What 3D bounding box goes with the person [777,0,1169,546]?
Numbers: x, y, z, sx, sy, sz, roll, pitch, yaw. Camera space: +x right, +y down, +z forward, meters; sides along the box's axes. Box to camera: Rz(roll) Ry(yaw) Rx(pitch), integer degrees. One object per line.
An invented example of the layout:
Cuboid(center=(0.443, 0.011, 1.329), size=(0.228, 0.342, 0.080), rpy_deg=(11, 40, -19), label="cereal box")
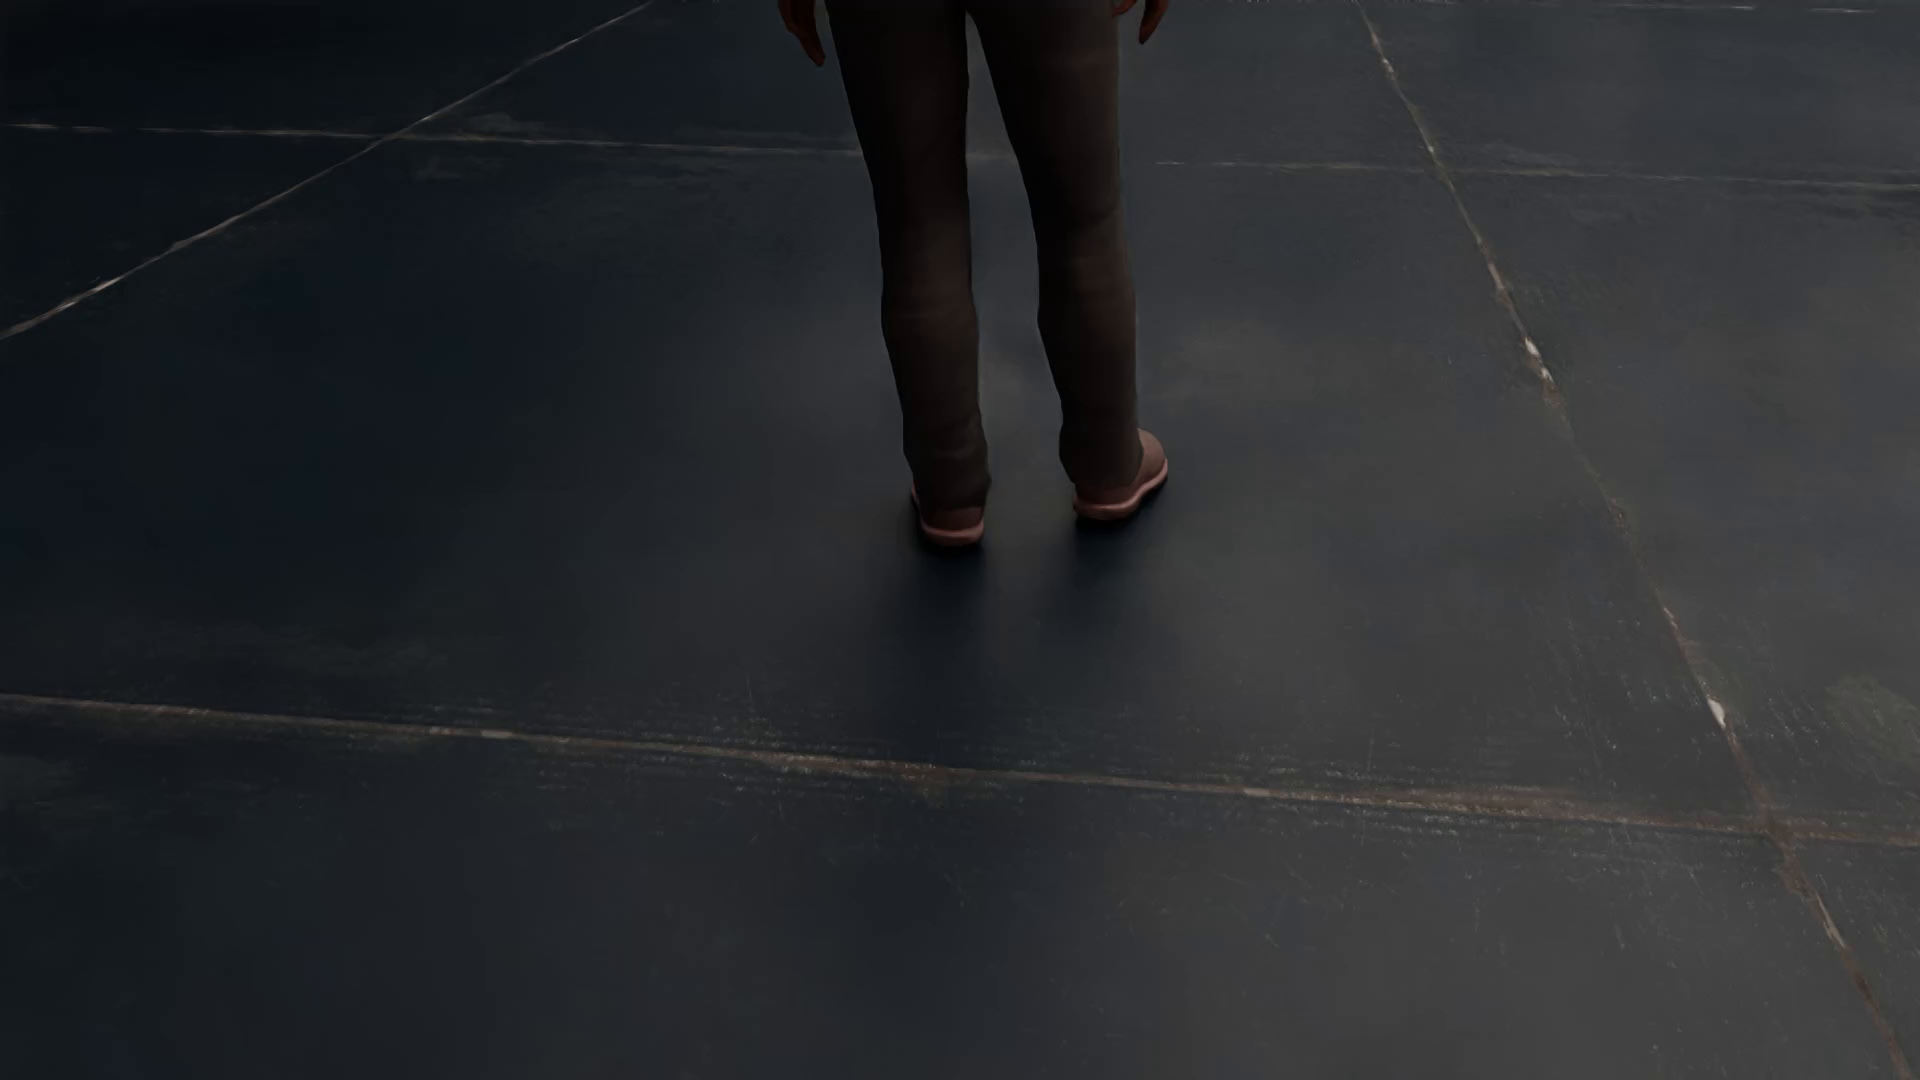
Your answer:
Cuboid(center=(0.031, -0.784, 2.203), size=(0.570, 1.654, 0.503), rpy_deg=(3, 27, 7), label="person")
